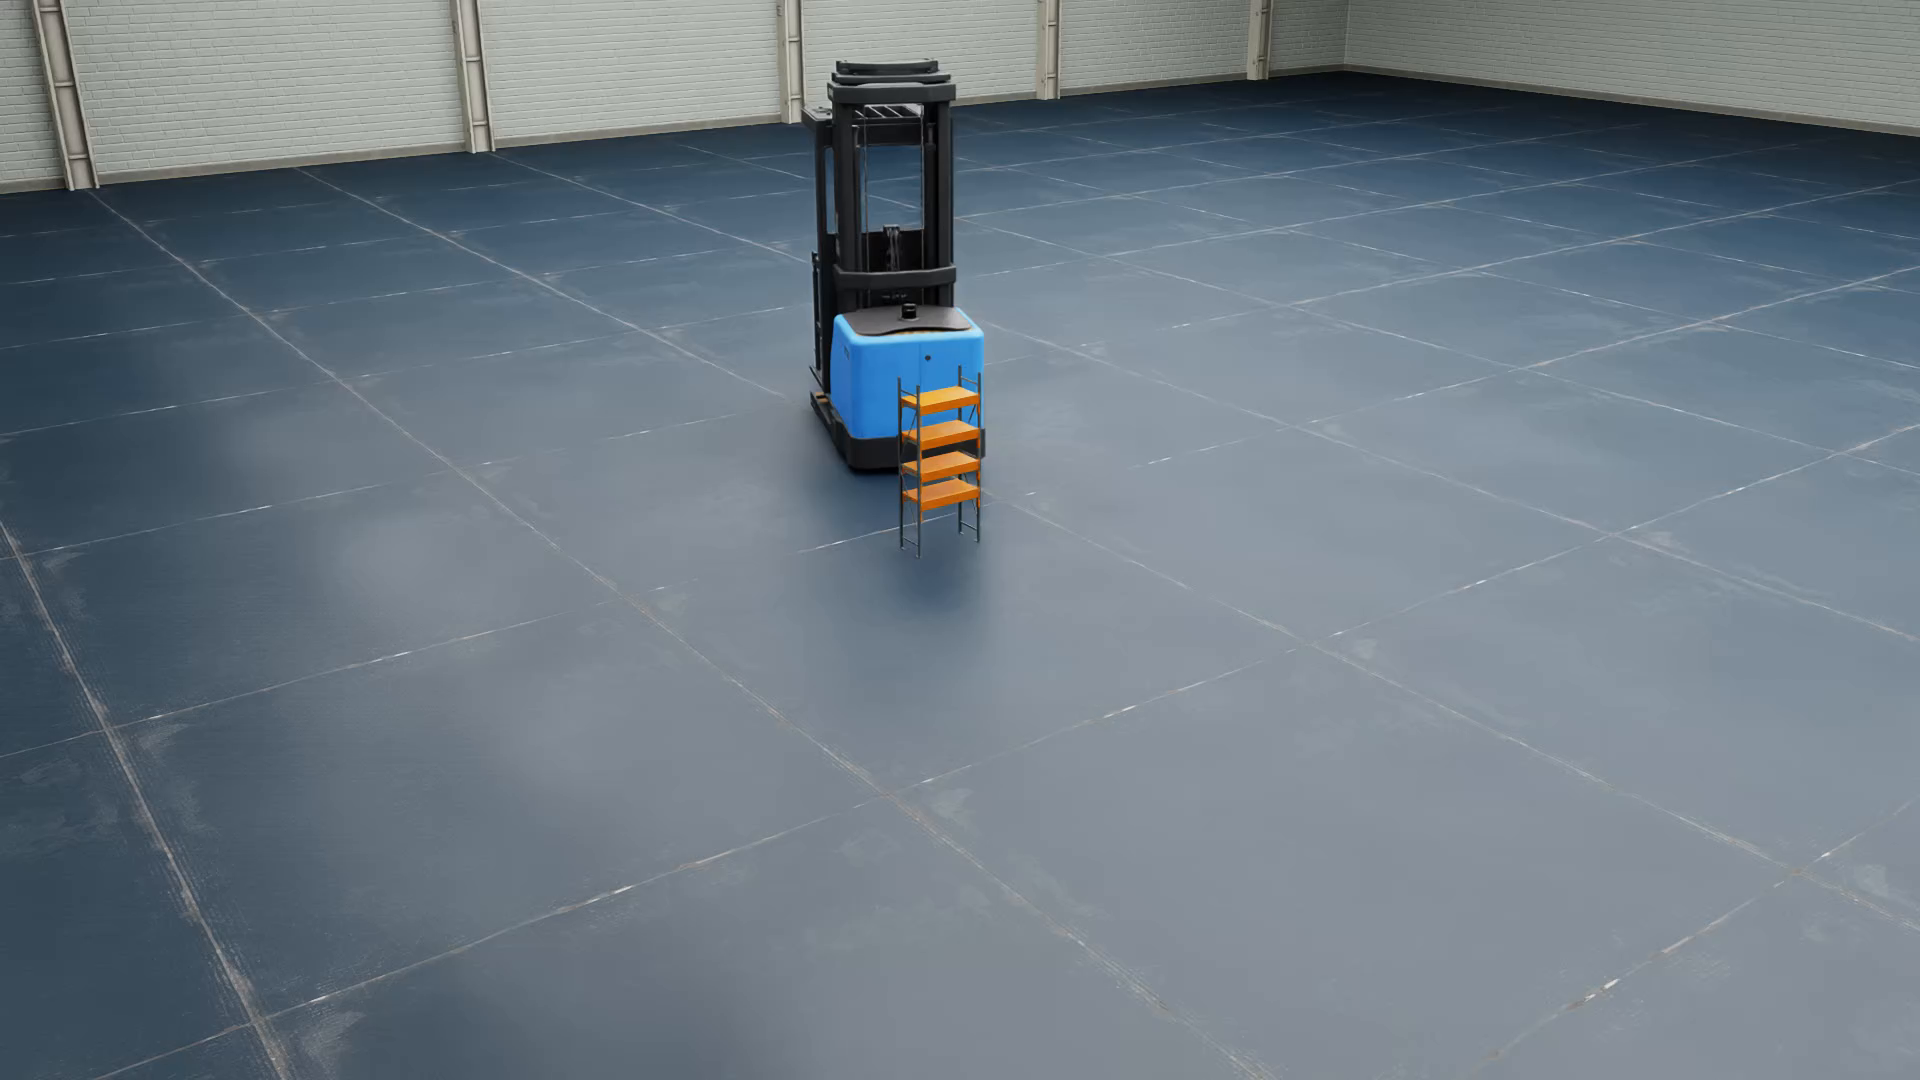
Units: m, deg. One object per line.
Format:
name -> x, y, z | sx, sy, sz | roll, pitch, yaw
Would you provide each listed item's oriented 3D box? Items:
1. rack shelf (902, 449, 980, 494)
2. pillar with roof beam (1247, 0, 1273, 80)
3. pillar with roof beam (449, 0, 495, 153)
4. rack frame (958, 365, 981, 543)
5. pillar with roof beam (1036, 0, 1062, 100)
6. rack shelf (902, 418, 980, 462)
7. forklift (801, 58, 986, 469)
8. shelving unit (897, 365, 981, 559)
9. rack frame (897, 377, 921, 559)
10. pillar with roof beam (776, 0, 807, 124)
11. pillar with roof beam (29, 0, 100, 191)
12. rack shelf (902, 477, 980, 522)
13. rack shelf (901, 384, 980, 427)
rack shelf -> -0.134, -0.459, 11.109 | 0.480, 0.148, 0.258 | -15, 26, -33
pillar with roof beam -> 9.182, -13.227, 32.403 | 0.400, 9.000, 9.100 | -15, 26, -33
pillar with roof beam -> -5.430, -9.331, 22.639 | 0.400, 9.000, 9.100 | -15, 26, -33
rack frame -> 0.064, -0.574, 11.217 | 0.015, 1.200, 0.240 | -15, 26, -33
pillar with roof beam -> 4.311, -11.929, 29.148 | 0.400, 9.000, 9.100 | -15, 26, -33
rack shelf -> -0.134, -0.667, 11.026 | 0.480, 0.148, 0.258 | -15, 26, -33
forklift -> -0.648, -2.411, 13.484 | 1.130, 2.935, 3.031 | -5, 22, -13
shelving unit -> -0.134, -0.521, 11.084 | 0.503, 1.200, 0.258 | -15, 26, -33
rack frame -> -0.332, -0.469, 10.952 | 0.015, 1.200, 0.240 | -15, 26, -33
pillar with roof beam -> -0.559, -10.630, 25.893 | 0.400, 9.000, 9.100 | -15, 26, -33
pillar with roof beam -> -10.300, -8.033, 19.384 | 0.400, 9.000, 9.100 | -15, 26, -33
rack shelf -> -0.134, -0.275, 11.183 | 0.480, 0.148, 0.258 | -15, 26, -33
rack shelf -> -0.134, -0.886, 10.939 | 0.480, 0.148, 0.258 | -15, 26, -33
